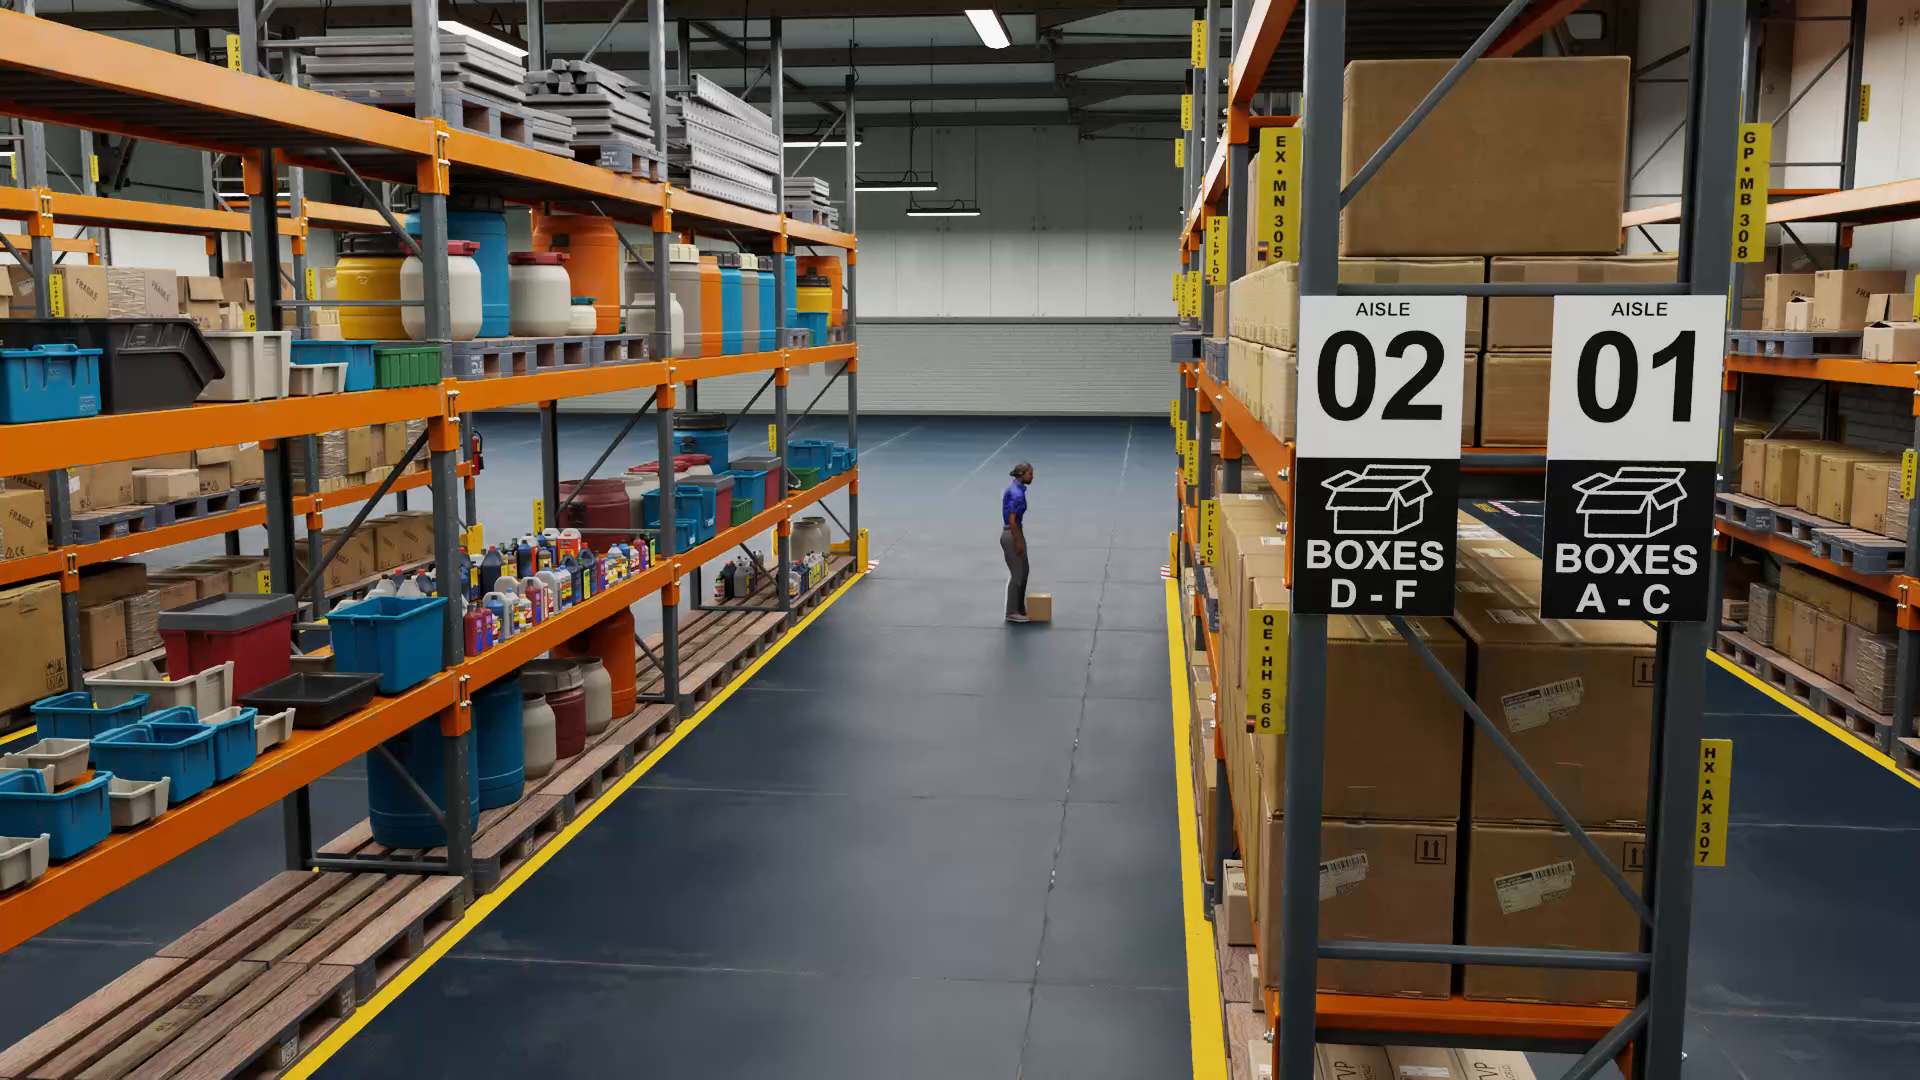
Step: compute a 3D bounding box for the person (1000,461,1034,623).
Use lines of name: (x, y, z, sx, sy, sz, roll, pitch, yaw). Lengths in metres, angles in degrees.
person: (0.616, 0.003, 17.297, 0.402, 1.653, 0.523, 0, 8, 3)
